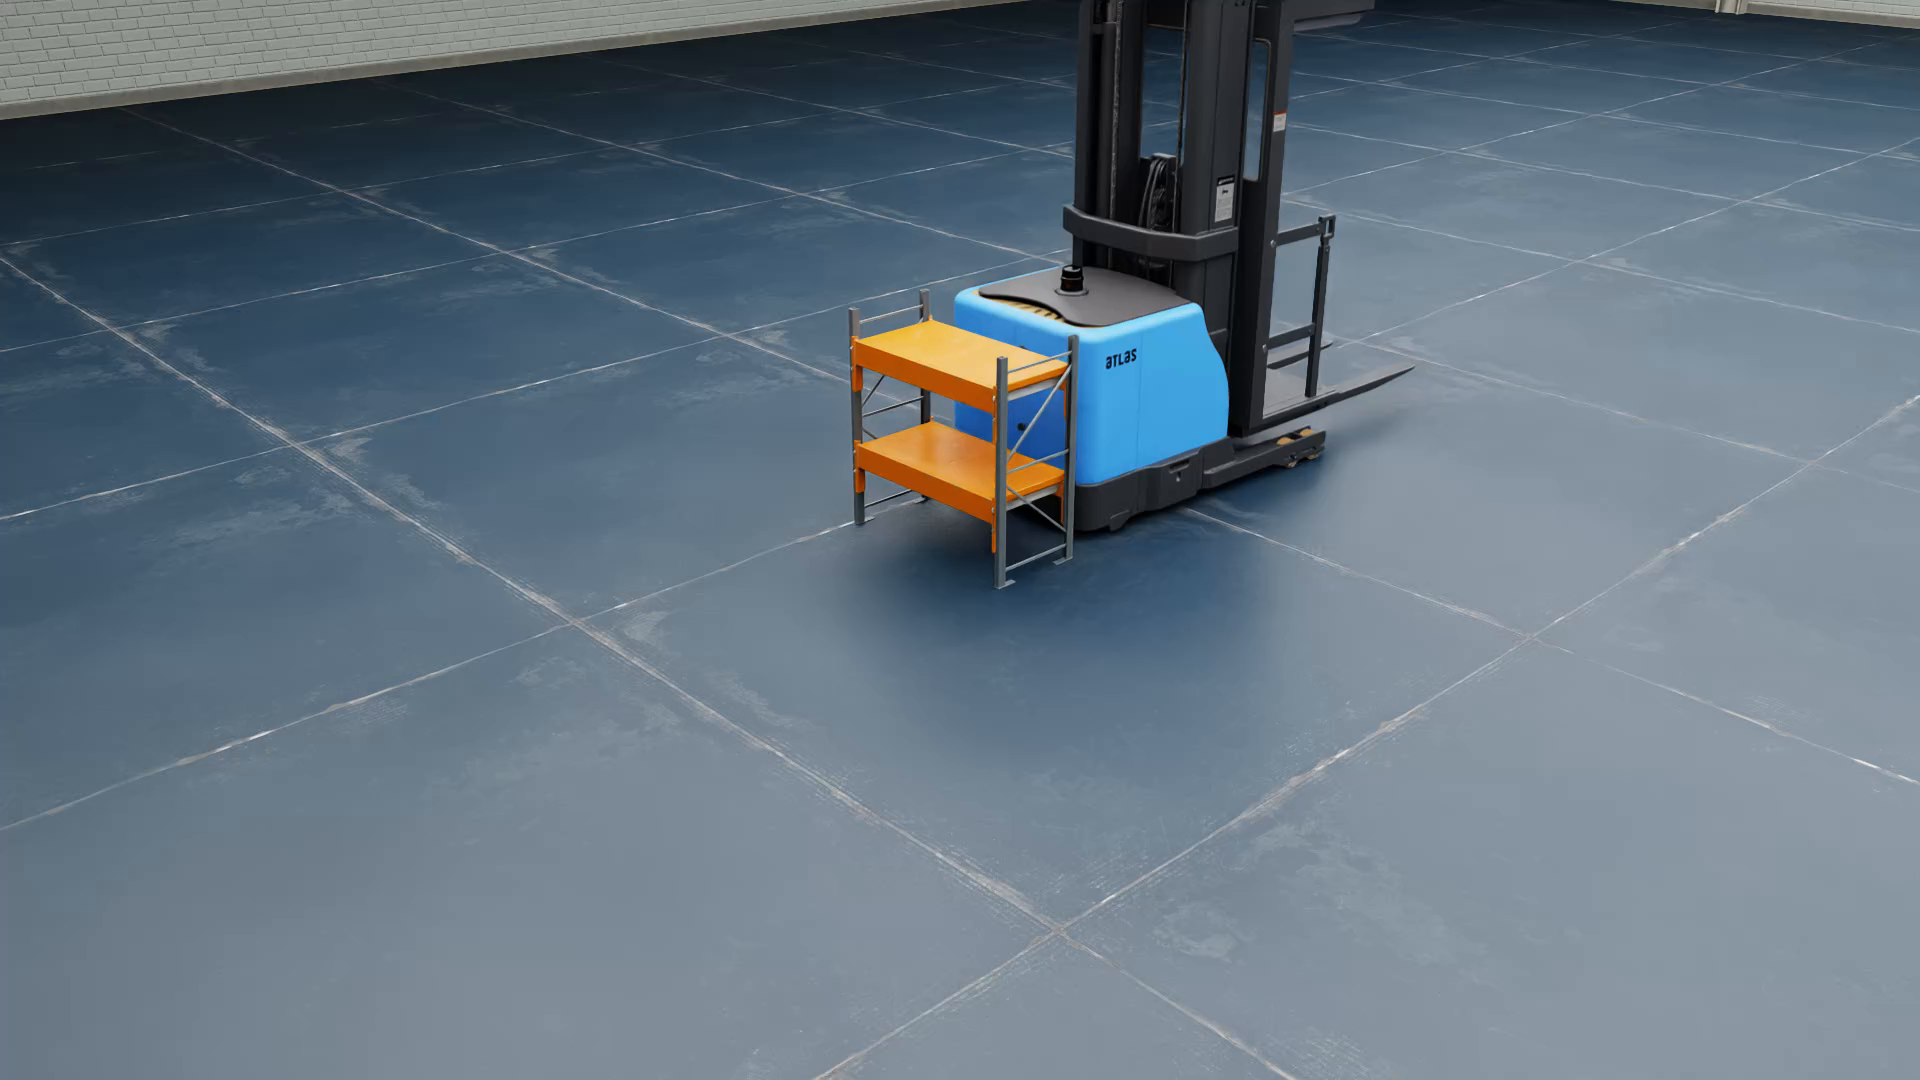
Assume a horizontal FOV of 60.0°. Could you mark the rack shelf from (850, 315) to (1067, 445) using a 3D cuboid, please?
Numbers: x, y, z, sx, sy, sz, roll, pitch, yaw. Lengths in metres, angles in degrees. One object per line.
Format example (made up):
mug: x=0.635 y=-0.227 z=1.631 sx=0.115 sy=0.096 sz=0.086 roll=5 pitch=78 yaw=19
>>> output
rack shelf: x=0.005 y=-0.776 z=7.891 sx=0.538 sy=0.278 sz=1.000 roll=-21 pitch=32 yaw=-38

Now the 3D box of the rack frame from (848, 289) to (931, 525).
rack frame: x=-0.343 y=-0.664 z=8.350 sx=0.500 sy=1.125 sz=0.032 roll=-21 pitch=32 yaw=-38

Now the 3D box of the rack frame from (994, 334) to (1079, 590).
rack frame: x=0.352 y=-0.356 z=7.674 sx=0.500 sy=1.125 sz=0.032 roll=-21 pitch=32 yaw=-38

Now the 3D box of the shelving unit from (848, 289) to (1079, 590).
shelving unit: x=0.005 y=-0.510 z=8.012 sx=0.538 sy=1.125 sz=1.048 roll=-21 pitch=32 yaw=-38

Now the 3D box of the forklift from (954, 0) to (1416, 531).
forklift: x=1.394 y=-1.873 z=8.824 sx=3.031 sy=2.935 sz=1.130 roll=-20 pitch=31 yaw=-37

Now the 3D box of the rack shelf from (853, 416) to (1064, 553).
rack shelf: x=0.005 y=-0.287 z=8.114 sx=0.538 sy=0.278 sz=1.000 roll=-21 pitch=32 yaw=-38

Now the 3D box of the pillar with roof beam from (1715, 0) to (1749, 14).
pillar with roof beam: x=9.410 y=-11.464 z=22.538 sx=9.100 sy=9.000 sz=0.400 roll=-21 pitch=32 yaw=-38
